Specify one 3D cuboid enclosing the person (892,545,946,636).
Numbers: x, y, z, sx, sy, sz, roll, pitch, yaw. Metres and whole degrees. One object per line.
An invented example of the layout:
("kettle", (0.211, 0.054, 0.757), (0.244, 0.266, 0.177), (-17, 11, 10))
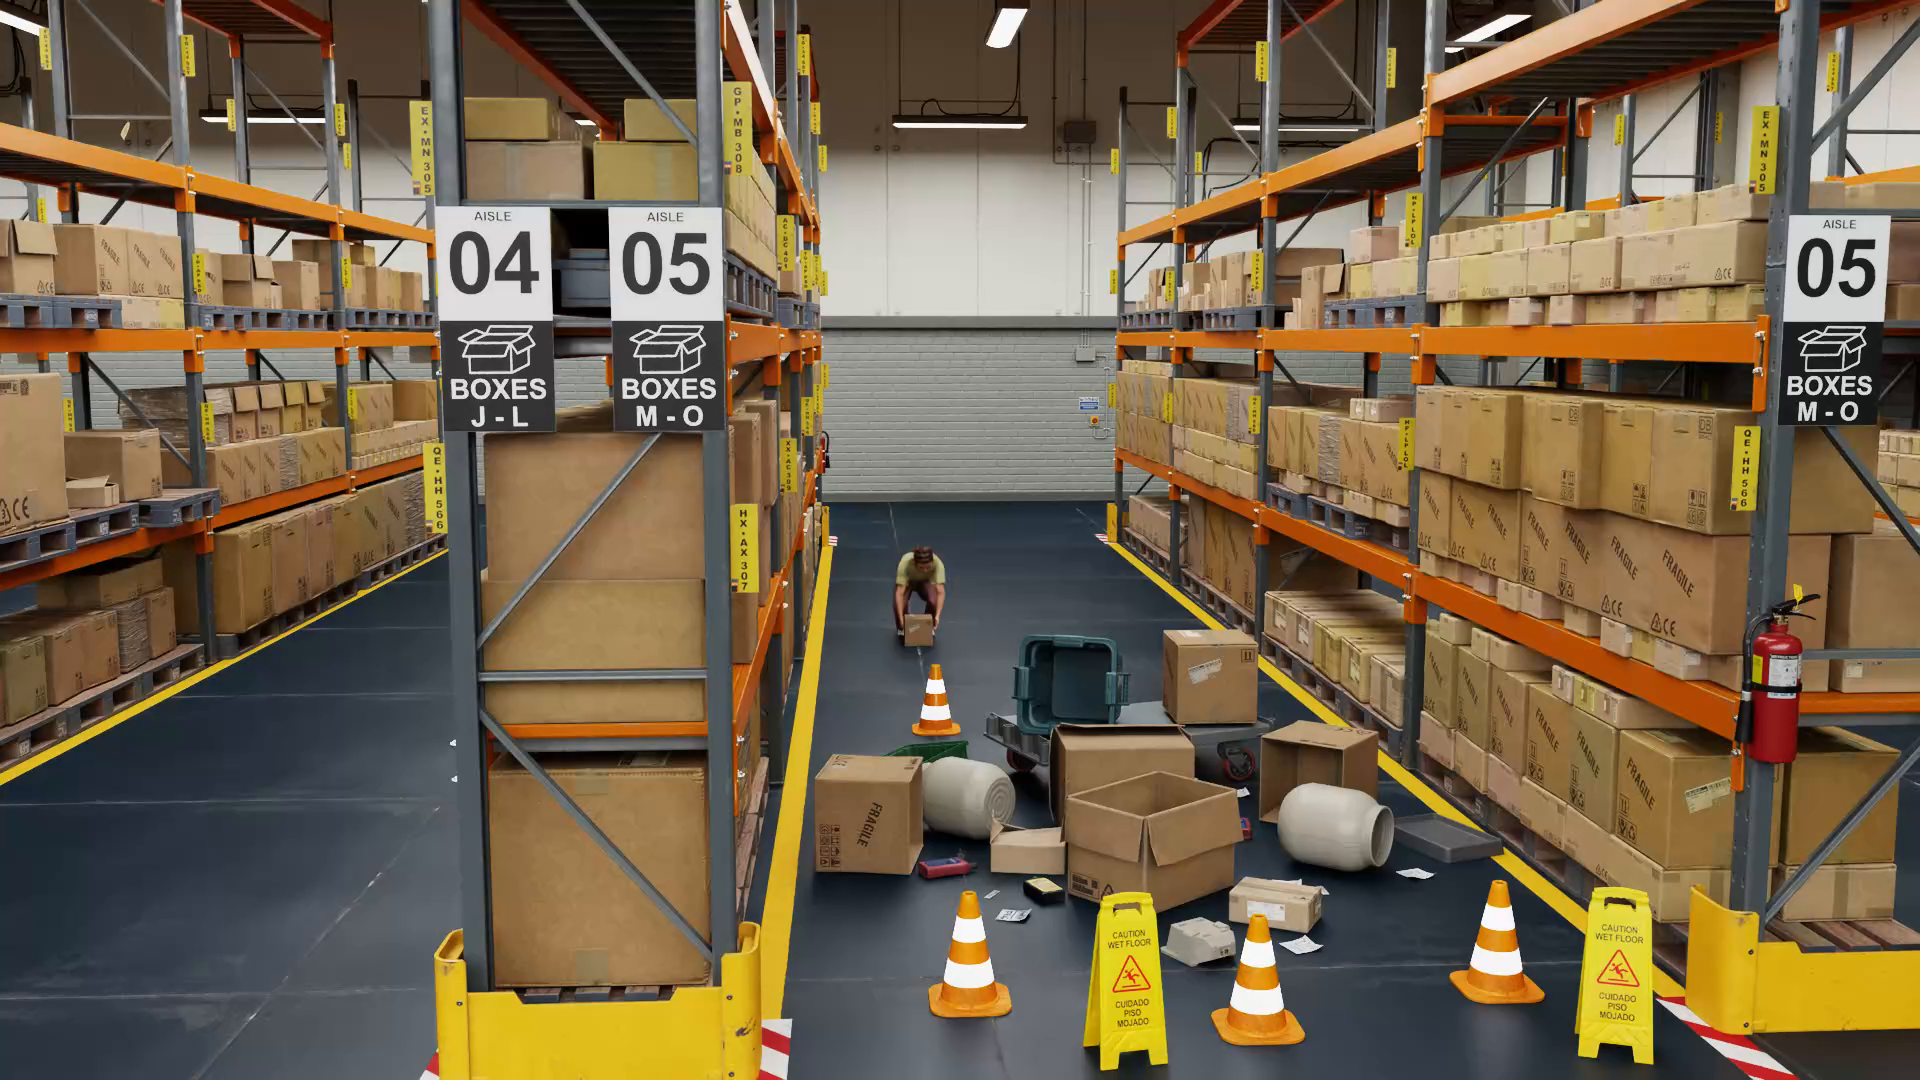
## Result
("person", (-0.380, 0.455, 15.284), (0.489, 0.890, 0.799), (0, 7, -4))
